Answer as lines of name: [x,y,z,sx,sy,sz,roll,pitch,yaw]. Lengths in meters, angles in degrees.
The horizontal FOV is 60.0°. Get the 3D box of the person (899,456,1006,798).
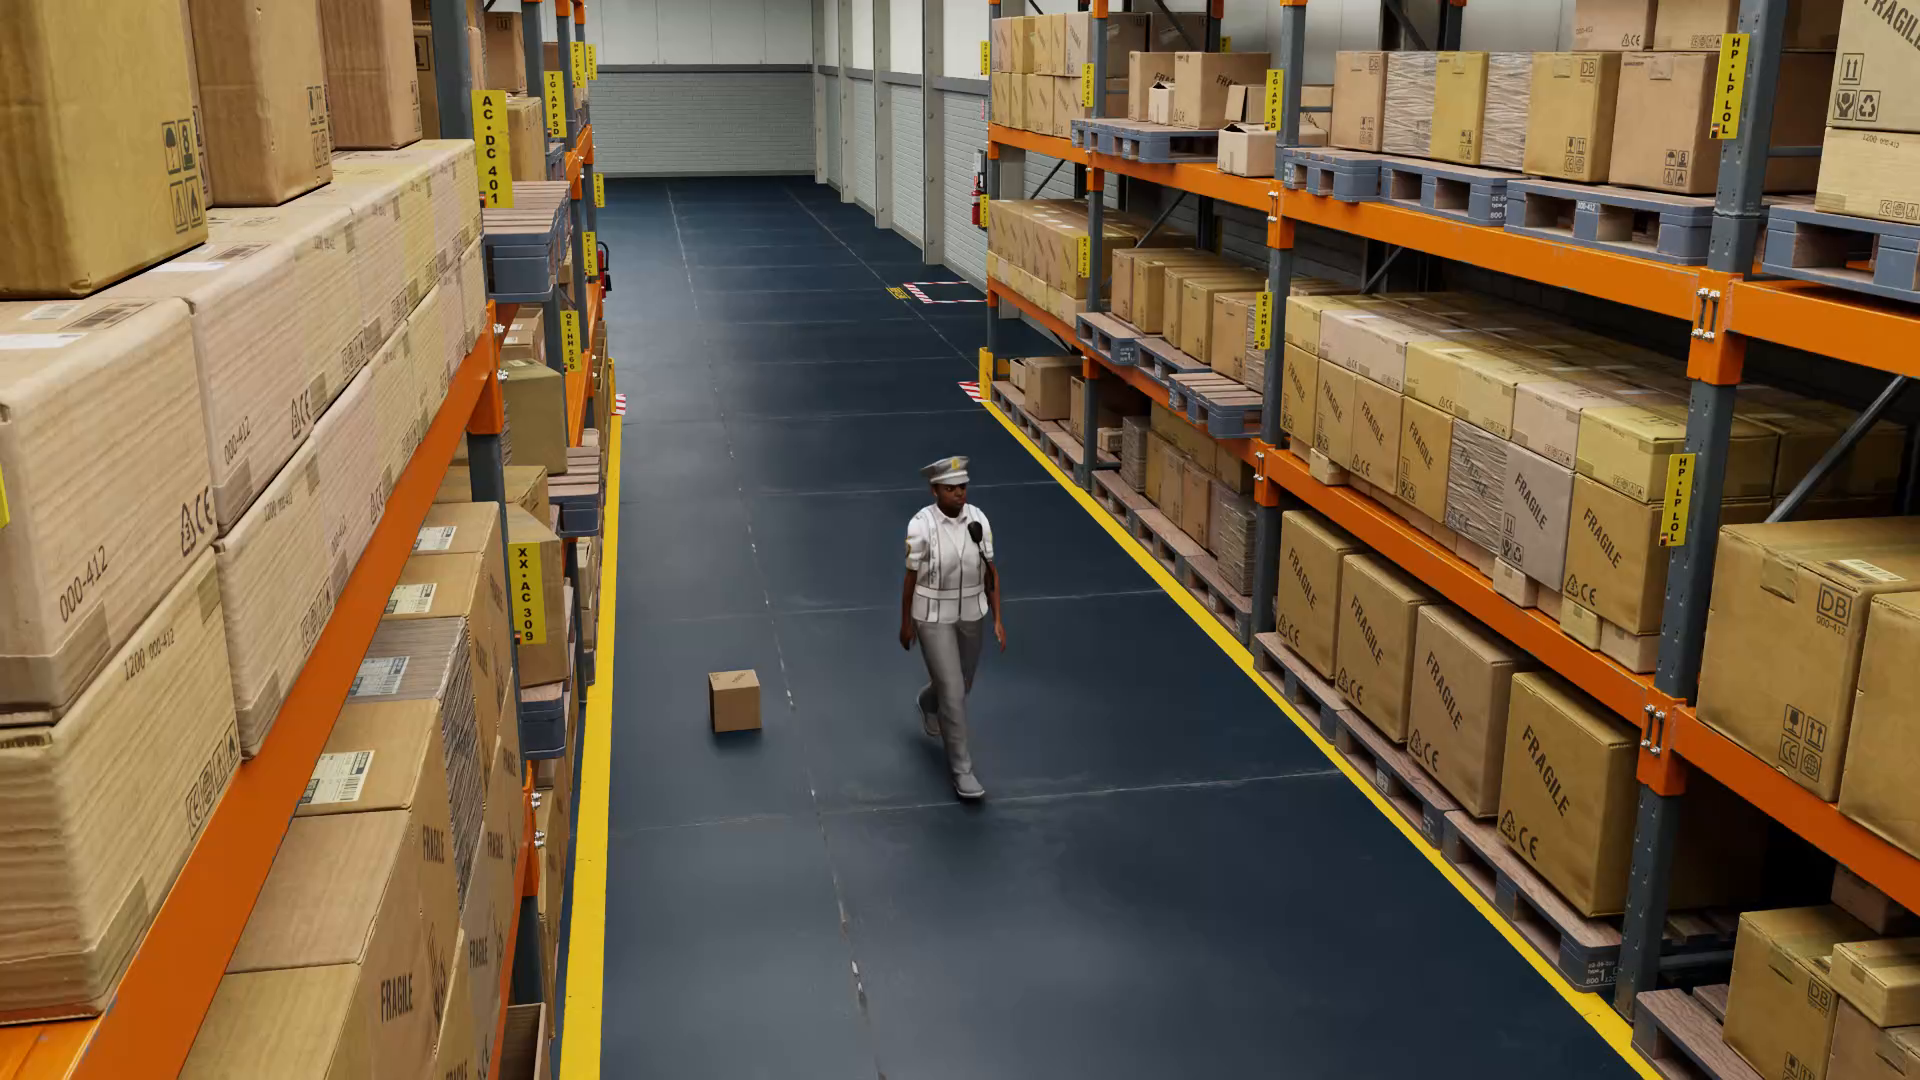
person: [-0.049,0.362,8.259,0.463,1.649,0.937,-8,18,-24]
